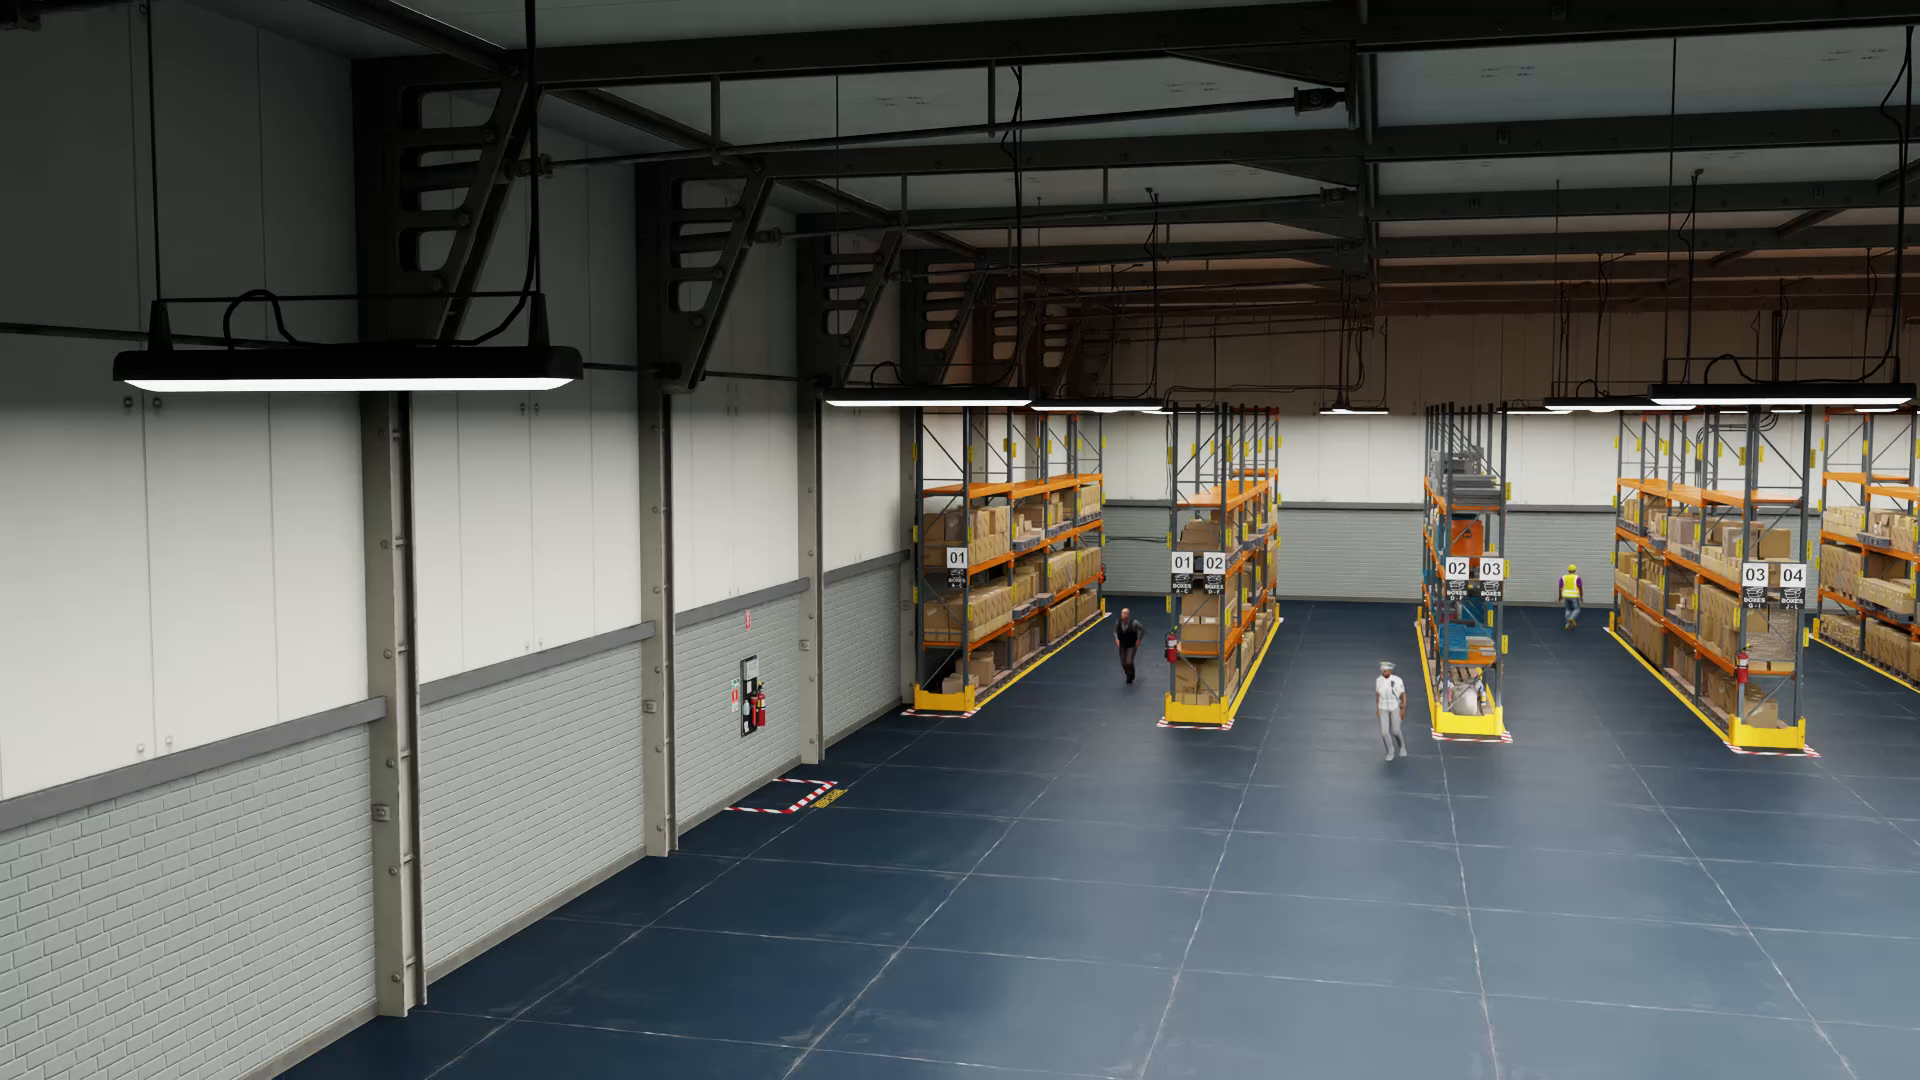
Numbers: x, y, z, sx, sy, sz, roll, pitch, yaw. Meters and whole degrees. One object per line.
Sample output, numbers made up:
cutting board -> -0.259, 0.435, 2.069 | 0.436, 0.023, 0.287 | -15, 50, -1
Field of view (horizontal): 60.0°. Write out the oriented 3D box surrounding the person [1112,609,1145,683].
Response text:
person -> 3.624, 2.273, 35.670 | 0.700, 1.634, 0.721 | 2, 5, 23

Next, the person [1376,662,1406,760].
person -> 7.235, 2.843, 27.897 | 0.522, 1.658, 0.506 | 3, 5, 31

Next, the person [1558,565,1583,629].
person -> 16.461, 1.545, 44.884 | 0.665, 1.746, 0.611 | 3, 5, 36
